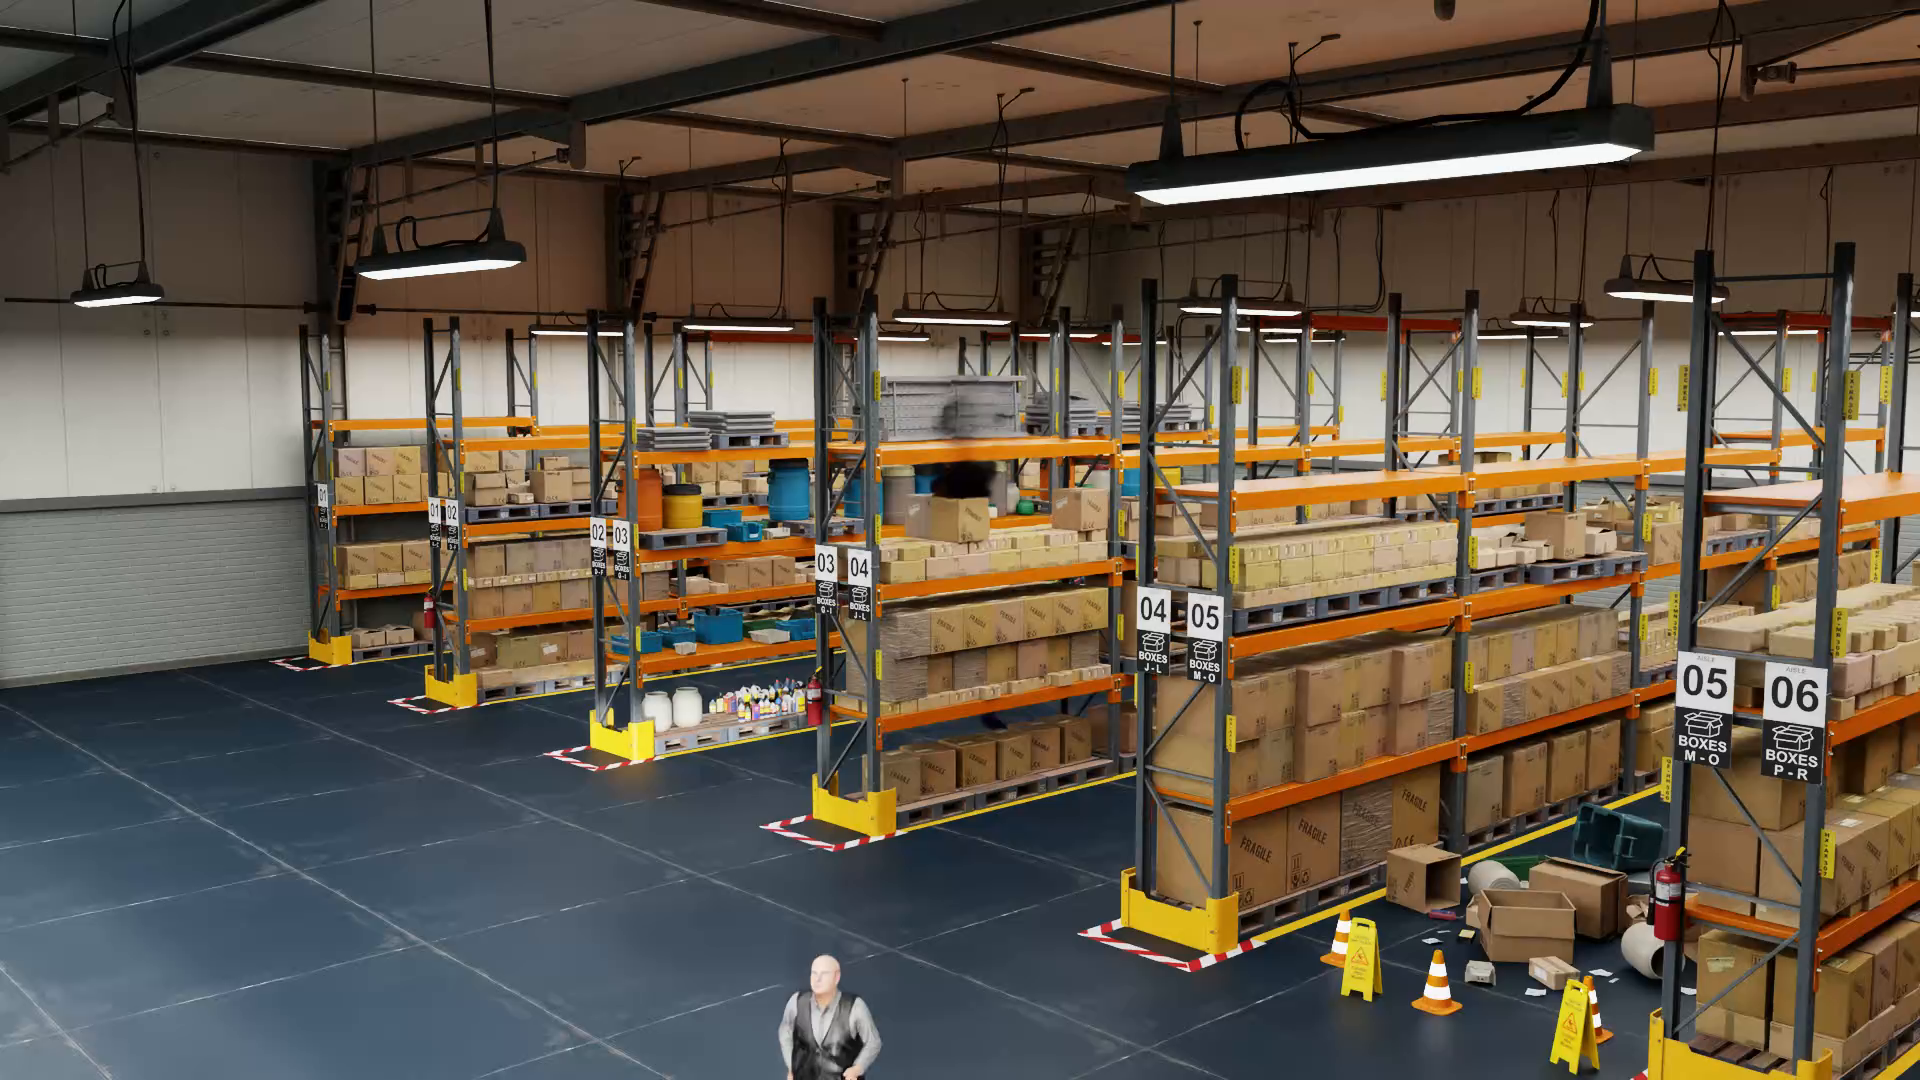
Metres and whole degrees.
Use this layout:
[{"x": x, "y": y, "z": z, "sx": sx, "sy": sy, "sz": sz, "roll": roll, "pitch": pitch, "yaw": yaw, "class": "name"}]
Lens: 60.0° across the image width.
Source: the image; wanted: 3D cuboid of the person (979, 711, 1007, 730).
[{"x": 0.424, "y": 2.083, "z": 22.653, "sx": 0.697, "sy": 1.601, "sz": 0.628, "roll": -5, "pitch": 7, "yaw": -38, "class": "person"}]

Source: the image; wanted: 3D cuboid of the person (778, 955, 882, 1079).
[{"x": -0.795, "y": 3.325, "z": 10.001, "sx": 0.652, "sy": 1.693, "sz": 0.610, "roll": 0, "pitch": 6, "yaw": 4, "class": "person"}]
